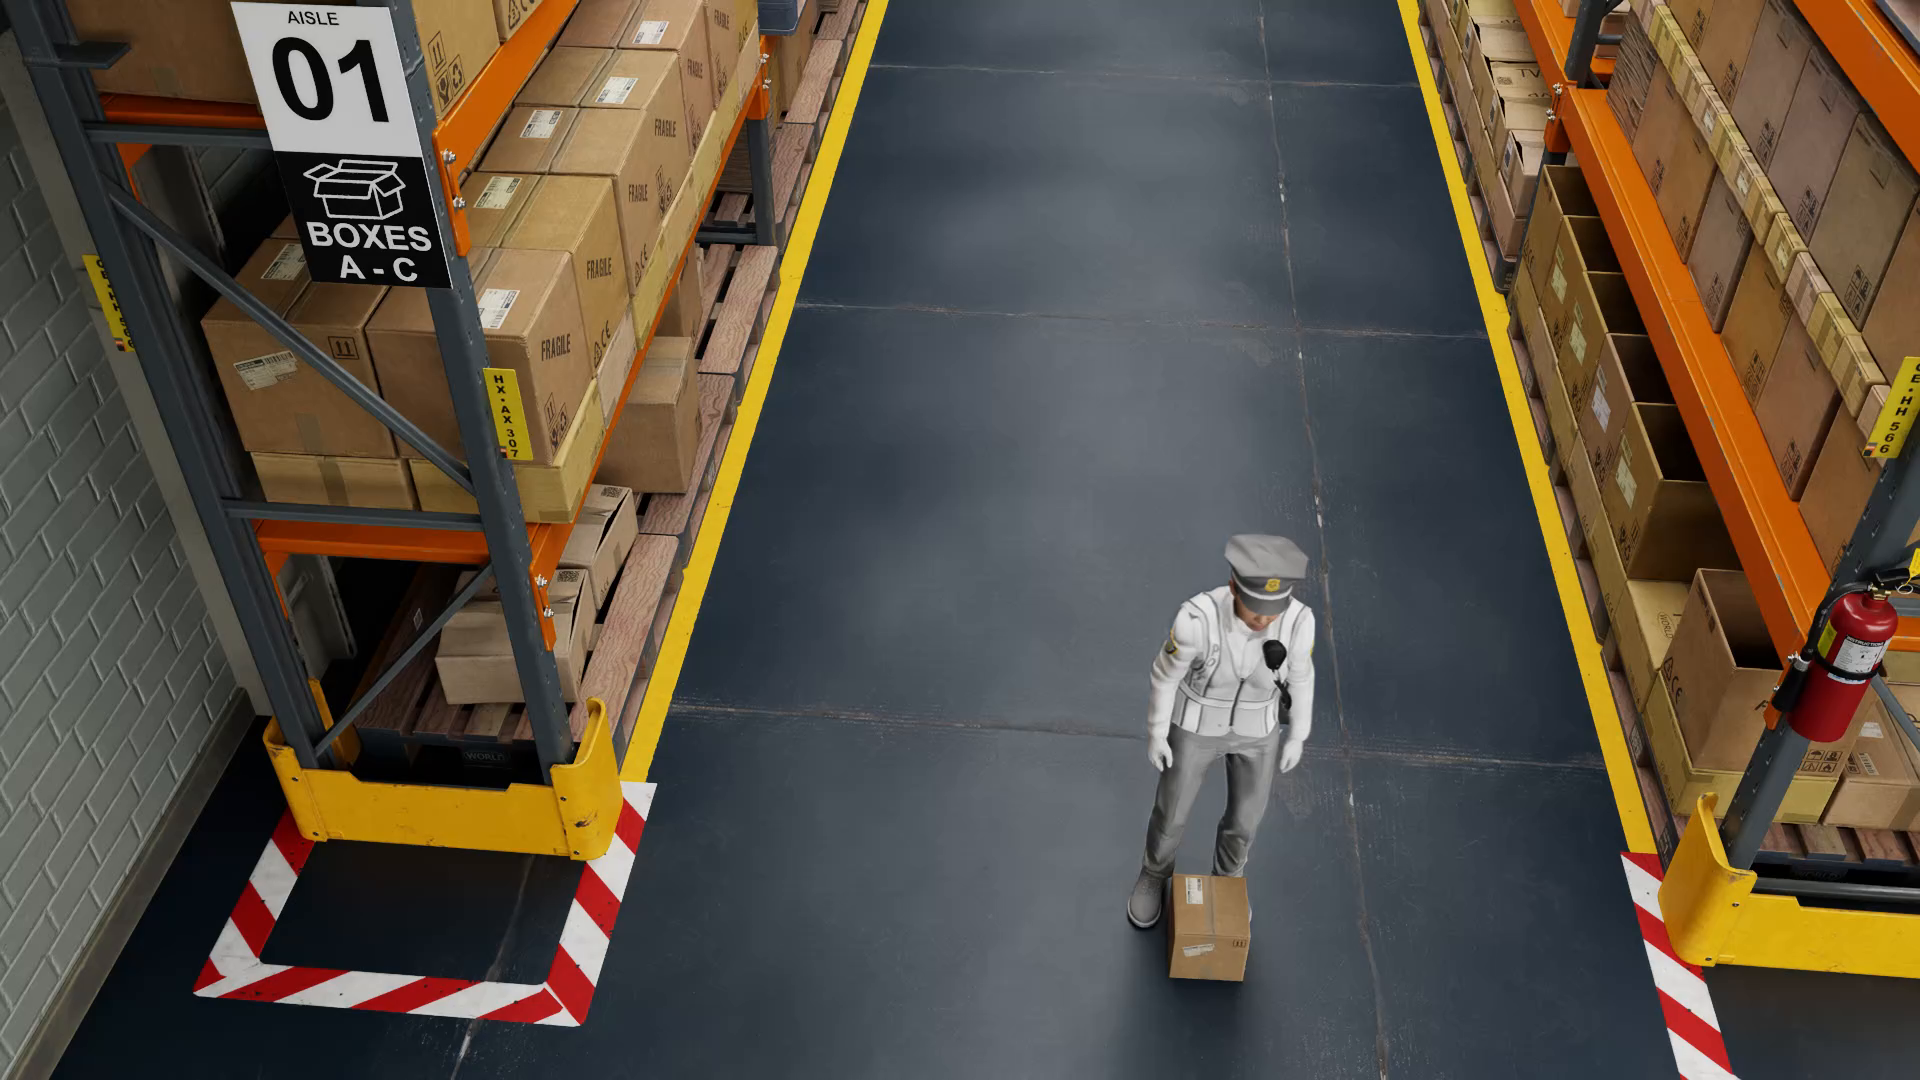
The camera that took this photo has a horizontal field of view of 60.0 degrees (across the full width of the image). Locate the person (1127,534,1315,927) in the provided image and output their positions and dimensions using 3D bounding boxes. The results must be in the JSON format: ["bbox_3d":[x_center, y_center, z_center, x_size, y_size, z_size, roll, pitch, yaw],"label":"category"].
[{"bbox_3d":[0.865,0.630,5.412,0.543,1.662,0.376,1,40,1],"label":"person"}]
